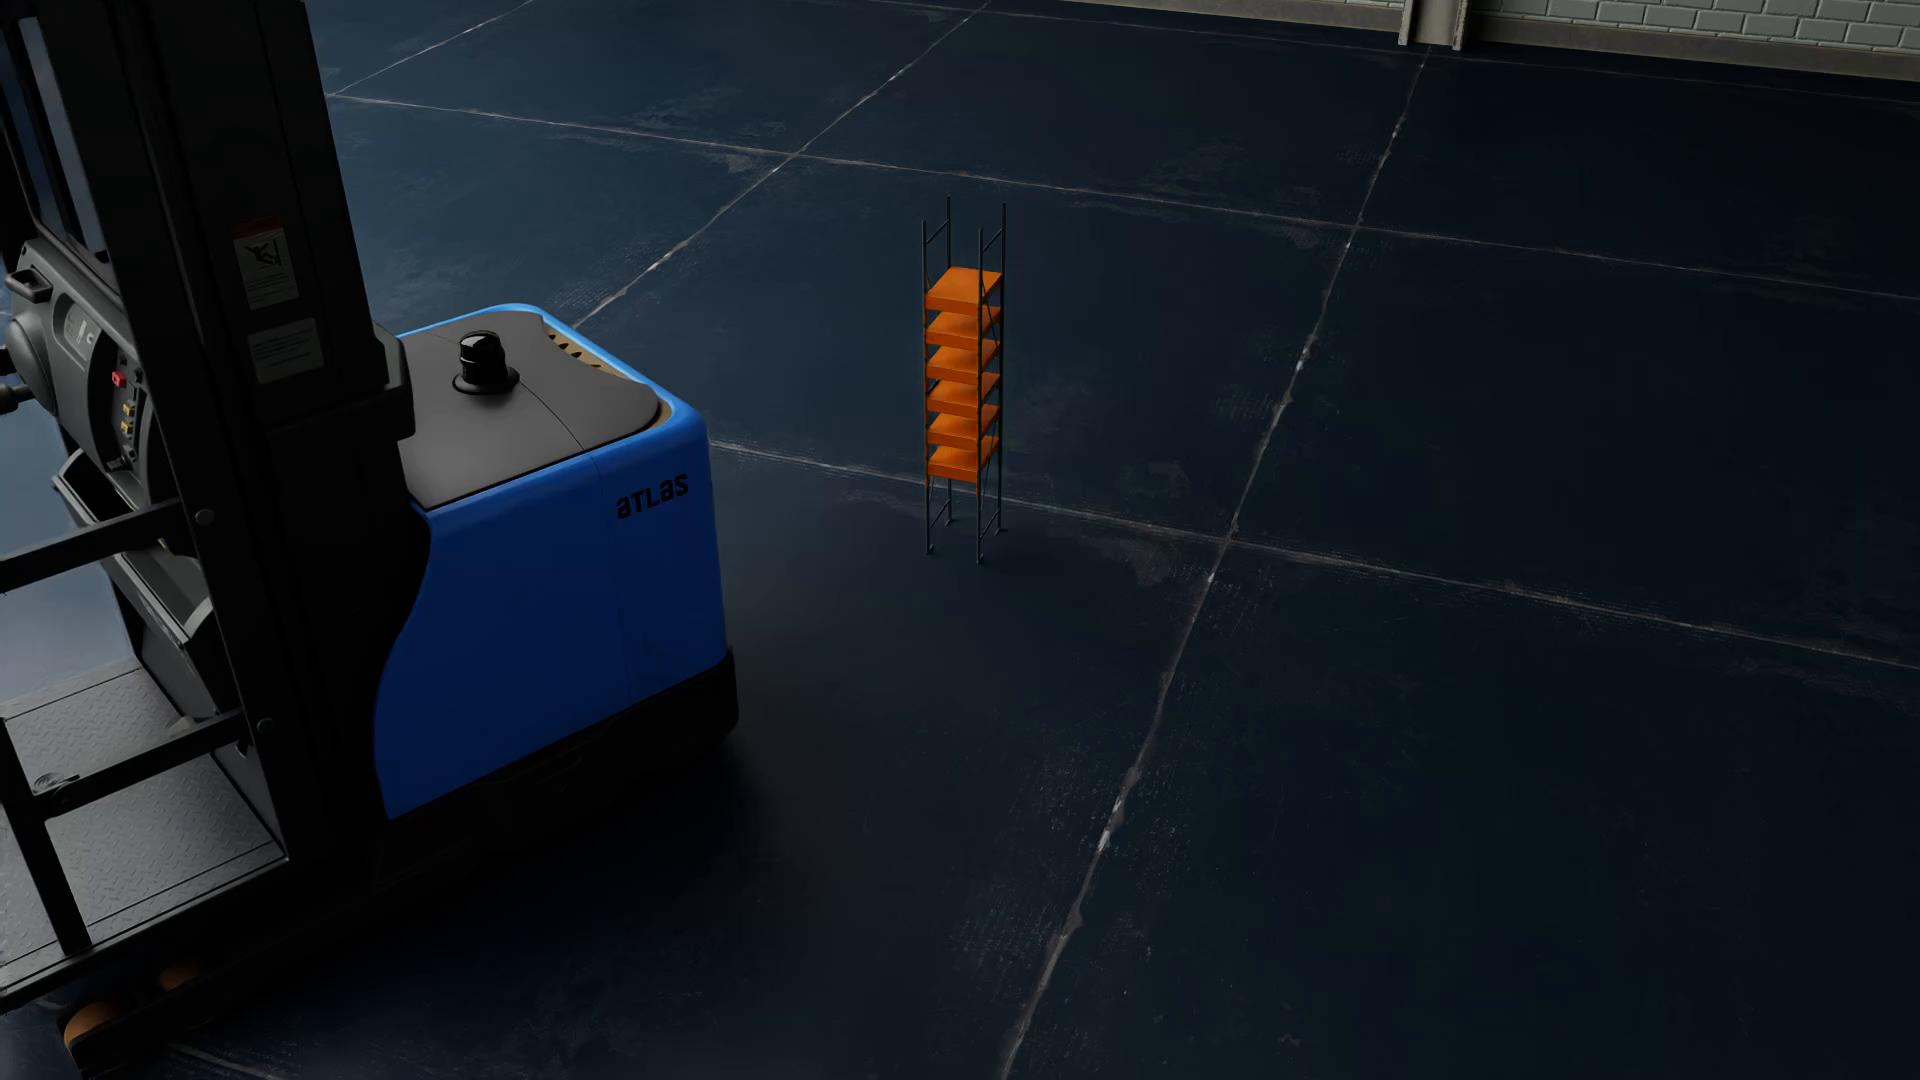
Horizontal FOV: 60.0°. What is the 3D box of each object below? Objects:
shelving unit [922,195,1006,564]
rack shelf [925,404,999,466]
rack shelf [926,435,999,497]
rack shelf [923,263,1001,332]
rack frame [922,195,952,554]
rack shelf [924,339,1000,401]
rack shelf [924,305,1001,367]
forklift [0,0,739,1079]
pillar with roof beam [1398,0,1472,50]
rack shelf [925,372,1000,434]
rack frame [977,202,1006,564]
[{"bbox_3d":[0.014,-0.501,5.420,0.189,1.200,0.258,11,34,16],"label":"shelving unit"},{"bbox_3d":[0.014,-0.363,5.510,0.180,0.103,0.258,11,34,16],"label":"rack shelf"},{"bbox_3d":[0.014,-0.262,5.575,0.180,0.103,0.258,11,34,16],"label":"rack shelf"},{"bbox_3d":[0.014,-0.767,5.249,0.180,0.103,0.258,11,34,16],"label":"rack shelf"},{"bbox_3d":[-0.073,-0.518,5.446,0.006,1.200,0.240,11,34,16],"label":"rack frame"},{"bbox_3d":[0.014,-0.565,5.379,0.180,0.103,0.258,11,34,16],"label":"rack shelf"},{"bbox_3d":[0.014,-0.666,5.314,0.180,0.103,0.258,11,34,16],"label":"rack shelf"},{"bbox_3d":[-2.085,-0.325,3.551,3.031,2.935,1.130,-25,41,-33],"label":"forklift"},{"bbox_3d":[1.600,-4.808,4.900,0.400,9.000,9.100,11,34,16],"label":"pillar with roof beam"},{"bbox_3d":[0.014,-0.464,5.445,0.180,0.103,0.258,11,34,16],"label":"rack shelf"},{"bbox_3d":[0.100,-0.485,5.395,0.006,1.200,0.240,11,34,16],"label":"rack frame"}]
